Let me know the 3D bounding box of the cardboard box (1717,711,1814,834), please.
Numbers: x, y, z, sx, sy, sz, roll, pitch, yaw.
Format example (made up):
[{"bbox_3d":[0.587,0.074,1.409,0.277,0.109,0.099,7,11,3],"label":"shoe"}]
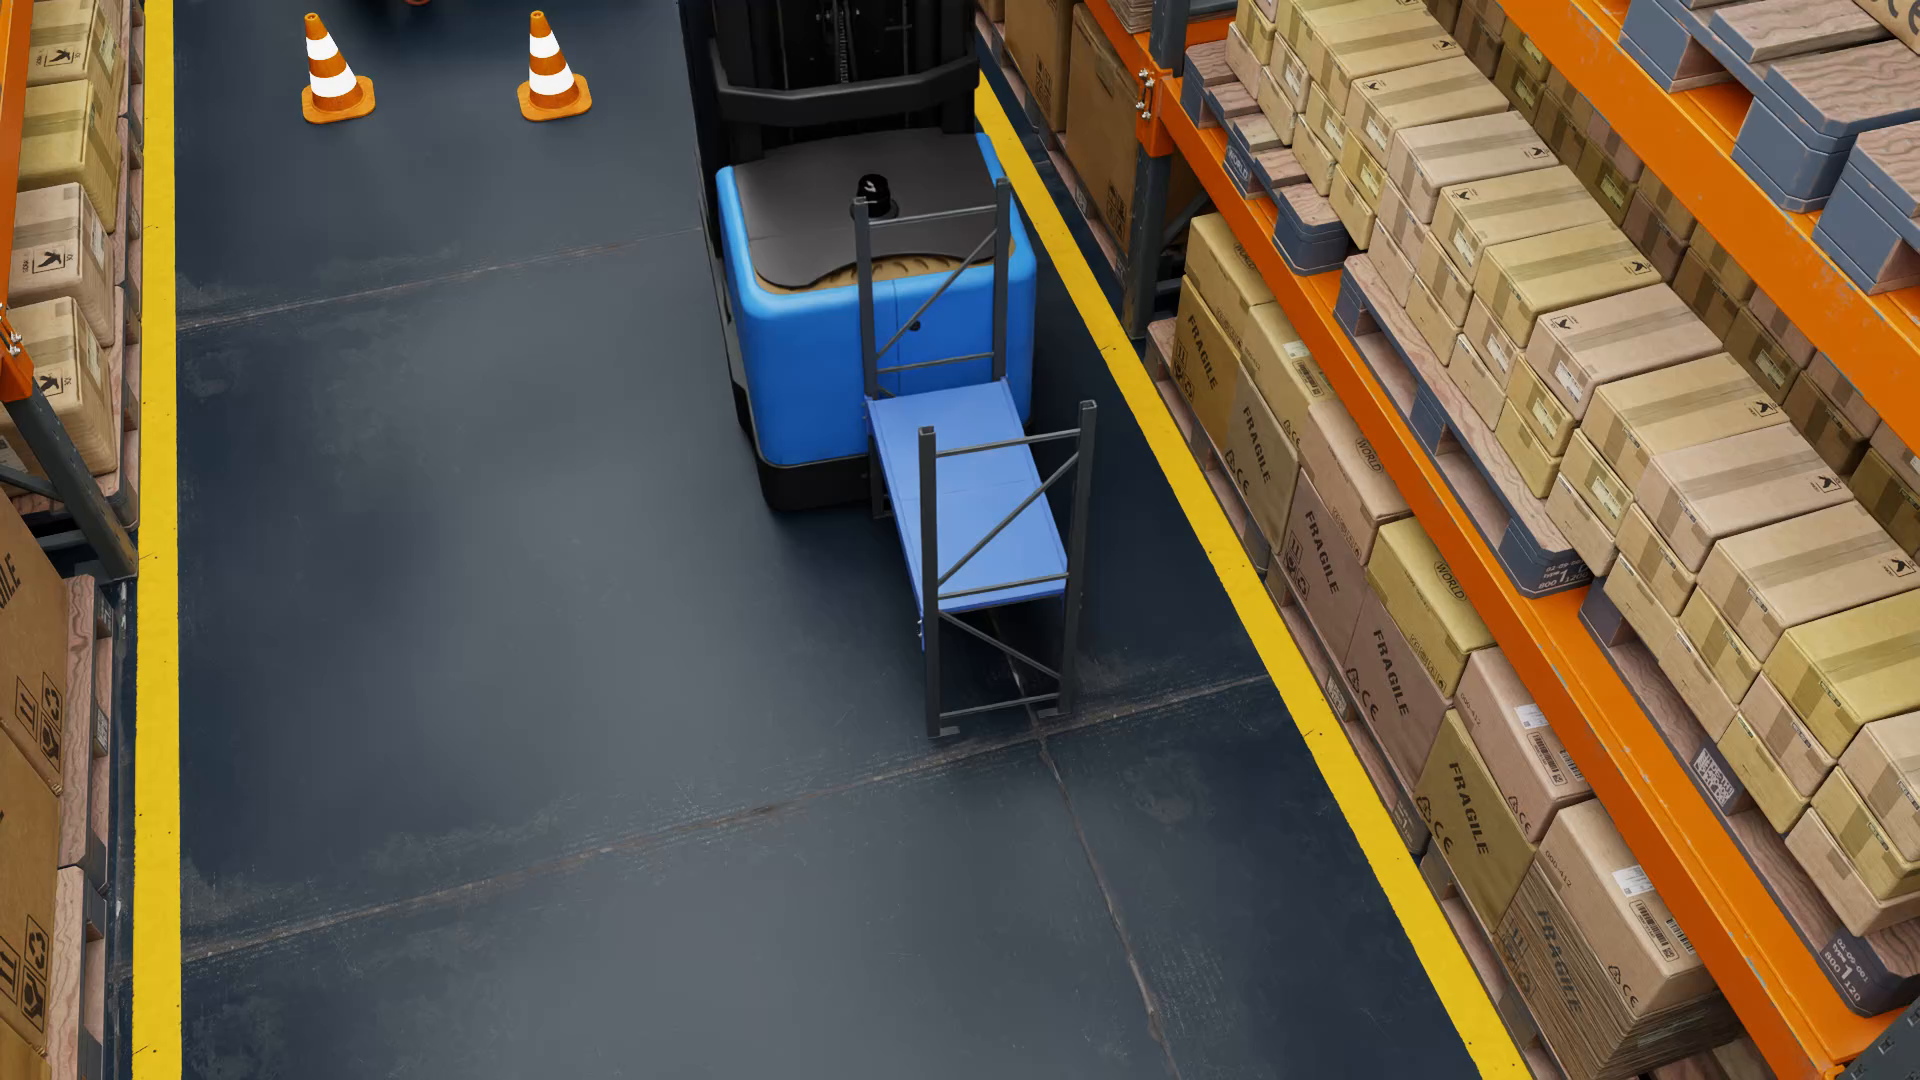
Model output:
[{"bbox_3d":[1.973,0.481,3.773,0.380,0.149,0.250,-13,51,-11],"label":"cardboard box"}]

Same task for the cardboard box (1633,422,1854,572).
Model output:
[{"bbox_3d":[1.820,-0.102,3.875,0.380,0.149,0.250,-13,51,-11],"label":"cardboard box"}]

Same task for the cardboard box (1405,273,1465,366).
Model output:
[{"bbox_3d":[1.508,-0.666,4.739,0.380,0.149,0.250,-13,51,-10],"label":"cardboard box"}]

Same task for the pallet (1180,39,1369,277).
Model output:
[{"bbox_3d":[1.487,-1.393,5.588,1.213,0.211,1.003,-13,51,-11],"label":"pallet"}]

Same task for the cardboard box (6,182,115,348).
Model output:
[{"bbox_3d":[-3.908,-0.999,6.574,0.950,0.372,0.625,-14,51,-12],"label":"cardboard box"}]

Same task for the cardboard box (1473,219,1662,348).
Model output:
[{"bbox_3d":[1.587,-0.674,4.357,0.380,0.149,0.250,-14,51,-11],"label":"cardboard box"}]

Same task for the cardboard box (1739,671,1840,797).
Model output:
[{"bbox_3d":[1.972,0.382,3.662,0.380,0.149,0.250,-13,51,-11],"label":"cardboard box"}]

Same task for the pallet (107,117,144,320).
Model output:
[{"bbox_3d":[-4.111,-1.320,7.225,1.003,0.211,1.213,-13,51,-11],"label":"pallet"}]

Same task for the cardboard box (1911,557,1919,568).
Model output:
[{"bbox_3d":[2.523,0.139,4.060,0.380,0.149,0.250,-13,51,-11],"label":"cardboard box"}]

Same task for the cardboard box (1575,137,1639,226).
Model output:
[{"bbox_3d":[2.061,-1.093,4.904,0.380,0.149,0.250,-14,51,-11],"label":"cardboard box"}]

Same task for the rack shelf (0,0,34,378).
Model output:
[{"bbox_3d":[-4.116,-1.987,6.434,1.077,0.370,4.000,-13,51,-11],"label":"rack shelf"}]

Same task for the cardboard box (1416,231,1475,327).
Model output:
[{"bbox_3d":[1.508,-0.763,4.627,0.380,0.149,0.250,-14,51,-11],"label":"cardboard box"}]

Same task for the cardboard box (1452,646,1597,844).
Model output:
[{"bbox_3d":[1.756,0.533,4.708,0.500,0.250,0.500,-11,51,-9],"label":"cardboard box"}]

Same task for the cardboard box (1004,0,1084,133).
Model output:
[{"bbox_3d":[0.819,-2.465,7.563,1.050,0.750,0.750,-13,51,-10],"label":"cardboard box"}]

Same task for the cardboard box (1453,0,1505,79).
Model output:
[{"bbox_3d":[1.836,-1.649,5.374,0.380,0.149,0.250,-12,51,-10],"label":"cardboard box"}]

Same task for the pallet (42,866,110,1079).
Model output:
[{"bbox_3d":[-3.006,1.623,4.744,1.003,0.211,1.213,-13,51,-11],"label":"pallet"}]

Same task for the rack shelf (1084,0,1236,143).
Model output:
[{"bbox_3d":[0.583,-3.180,7.440,1.077,0.370,4.000,-13,51,-11],"label":"rack shelf"}]

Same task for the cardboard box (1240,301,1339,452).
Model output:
[{"bbox_3d":[1.297,-0.594,5.659,0.500,0.250,0.500,-14,51,-11],"label":"cardboard box"}]

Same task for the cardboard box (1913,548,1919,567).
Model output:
[{"bbox_3d":[2.525,0.051,3.940,0.380,0.149,0.250,-12,51,-10],"label":"cardboard box"}]

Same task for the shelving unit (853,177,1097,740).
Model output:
[{"bbox_3d":[0.023,-0.233,5.466,0.538,1.500,1.048,-10,51,-8],"label":"shelving unit"}]

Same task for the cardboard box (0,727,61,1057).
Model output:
[{"bbox_3d":[-3.140,0.967,4.588,0.875,0.875,0.875,-13,51,-11],"label":"cardboard box"}]

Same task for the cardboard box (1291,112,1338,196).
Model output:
[{"bbox_3d":[1.274,-1.241,5.224,0.380,0.149,0.250,-11,51,-9],"label":"cardboard box"}]

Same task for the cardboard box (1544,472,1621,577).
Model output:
[{"bbox_3d":[1.740,-0.087,4.251,0.380,0.149,0.250,-15,52,-13],"label":"cardboard box"}]

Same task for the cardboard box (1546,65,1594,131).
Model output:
[{"bbox_3d":[1.990,-1.374,4.947,0.380,0.149,0.250,-12,51,-10],"label":"cardboard box"}]

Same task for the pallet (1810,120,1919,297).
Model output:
[{"bbox_3d":[2.277,-0.411,2.796,1.213,0.211,1.003,-13,51,-11],"label":"pallet"}]

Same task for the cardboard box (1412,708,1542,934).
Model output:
[{"bbox_3d":[1.747,0.782,4.989,0.500,0.500,0.500,-14,51,-12],"label":"cardboard box"}]

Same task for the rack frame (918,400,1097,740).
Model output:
[{"bbox_3d":[0.132,0.146,5.146,0.500,1.500,0.032,-10,51,-8],"label":"rack frame"}]

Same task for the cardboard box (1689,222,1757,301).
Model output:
[{"bbox_3d":[2.214,-0.808,4.470,0.380,0.149,0.250,-12,51,-10],"label":"cardboard box"}]

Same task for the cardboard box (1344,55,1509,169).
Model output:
[{"bbox_3d":[1.354,-1.247,4.840,0.380,0.149,0.250,-15,52,-12],"label":"cardboard box"}]

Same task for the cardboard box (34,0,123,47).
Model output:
[{"bbox_3d":[-4.550,-2.586,7.912,0.950,0.372,0.625,-13,51,-11],"label":"cardboard box"}]

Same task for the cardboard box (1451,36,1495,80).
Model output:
[{"bbox_3d":[1.831,-1.568,5.499,0.380,0.149,0.250,-13,51,-11],"label":"cardboard box"}]

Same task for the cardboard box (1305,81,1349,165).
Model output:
[{"bbox_3d":[1.290,-1.312,5.089,0.380,0.149,0.250,-15,51,-12],"label":"cardboard box"}]

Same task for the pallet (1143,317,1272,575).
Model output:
[{"bbox_3d":[1.404,-0.482,6.518,1.003,0.211,1.213,-13,51,-11],"label":"pallet"}]

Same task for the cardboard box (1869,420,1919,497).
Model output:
[{"bbox_3d":[2.447,-0.241,3.992,0.380,0.149,0.250,-14,51,-11],"label":"cardboard box"}]

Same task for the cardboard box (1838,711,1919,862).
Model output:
[{"bbox_3d":[2.052,0.475,3.388,0.380,0.149,0.250,-11,51,-9],"label":"cardboard box"}]

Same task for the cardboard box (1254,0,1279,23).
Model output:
[{"bbox_3d":[1.127,-1.813,5.317,0.380,0.149,0.250,-13,51,-11],"label":"cardboard box"}]

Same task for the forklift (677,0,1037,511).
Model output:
[{"bbox_3d":[-0.538,-2.208,6.194,1.130,2.935,3.031,-10,51,-8],"label":"forklift"}]

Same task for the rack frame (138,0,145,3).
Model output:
[{"bbox_3d":[-4.707,-3.680,7.390,1.000,3.000,0.127,-13,51,-11],"label":"rack frame"}]

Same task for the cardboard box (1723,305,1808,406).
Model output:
[{"bbox_3d":[2.288,-0.529,4.429,0.380,0.149,0.250,-14,51,-12],"label":"cardboard box"}]

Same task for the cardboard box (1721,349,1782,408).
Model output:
[{"bbox_3d":[2.289,-0.429,4.539,0.380,0.149,0.250,-14,51,-12],"label":"cardboard box"}]

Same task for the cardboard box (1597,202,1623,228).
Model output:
[{"bbox_3d":[2.059,-1.001,5.022,0.380,0.149,0.250,-15,52,-13],"label":"cardboard box"}]

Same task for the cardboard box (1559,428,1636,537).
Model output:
[{"bbox_3d":[1.741,-0.189,4.143,0.380,0.149,0.250,-16,52,-13],"label":"cardboard box"}]

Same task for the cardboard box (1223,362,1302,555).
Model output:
[{"bbox_3d":[1.292,-0.340,5.935,0.500,0.500,0.500,-13,51,-11],"label":"cardboard box"}]
